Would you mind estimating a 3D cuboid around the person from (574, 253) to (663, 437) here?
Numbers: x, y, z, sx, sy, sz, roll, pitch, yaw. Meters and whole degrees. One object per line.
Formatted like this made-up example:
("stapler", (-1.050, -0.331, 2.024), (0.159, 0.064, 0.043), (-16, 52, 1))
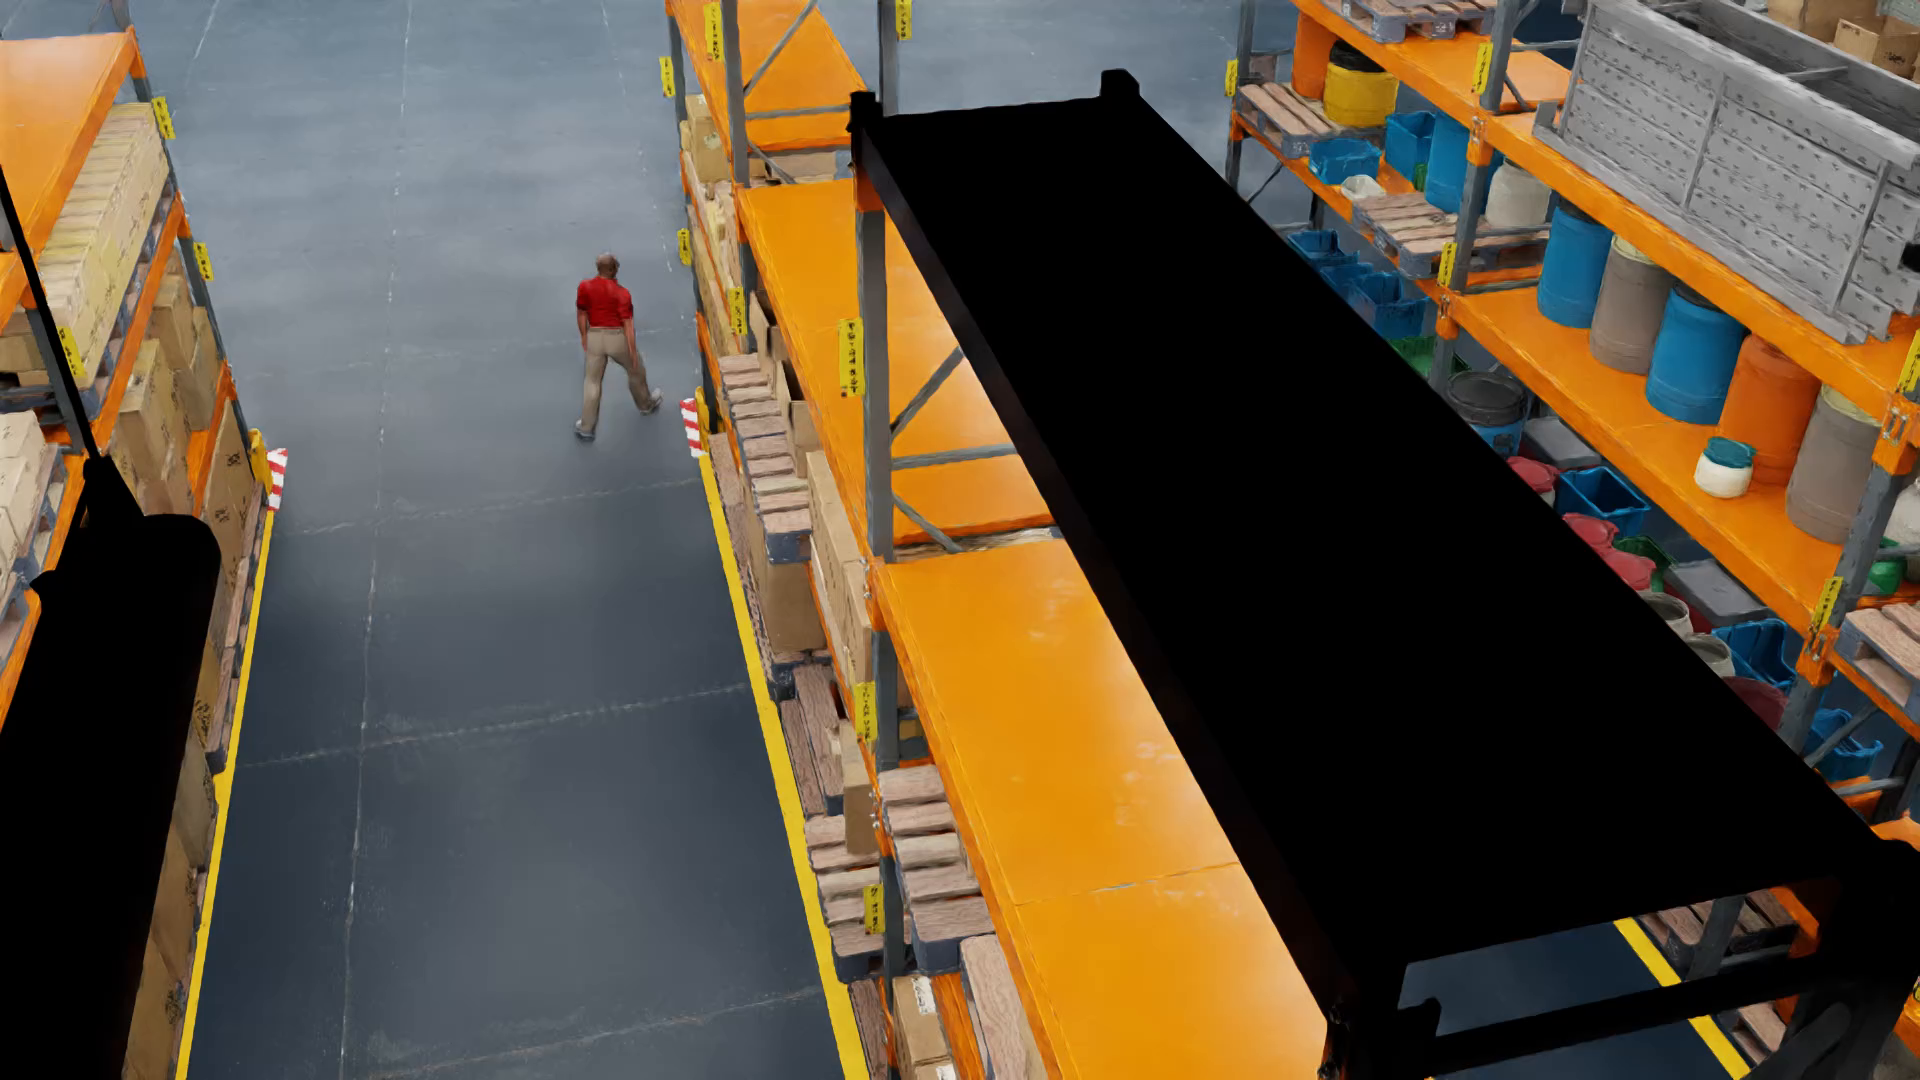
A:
("person", (-3.243, -1.828, 15.279), (0.640, 1.683, 0.938), (6, 35, 8))
